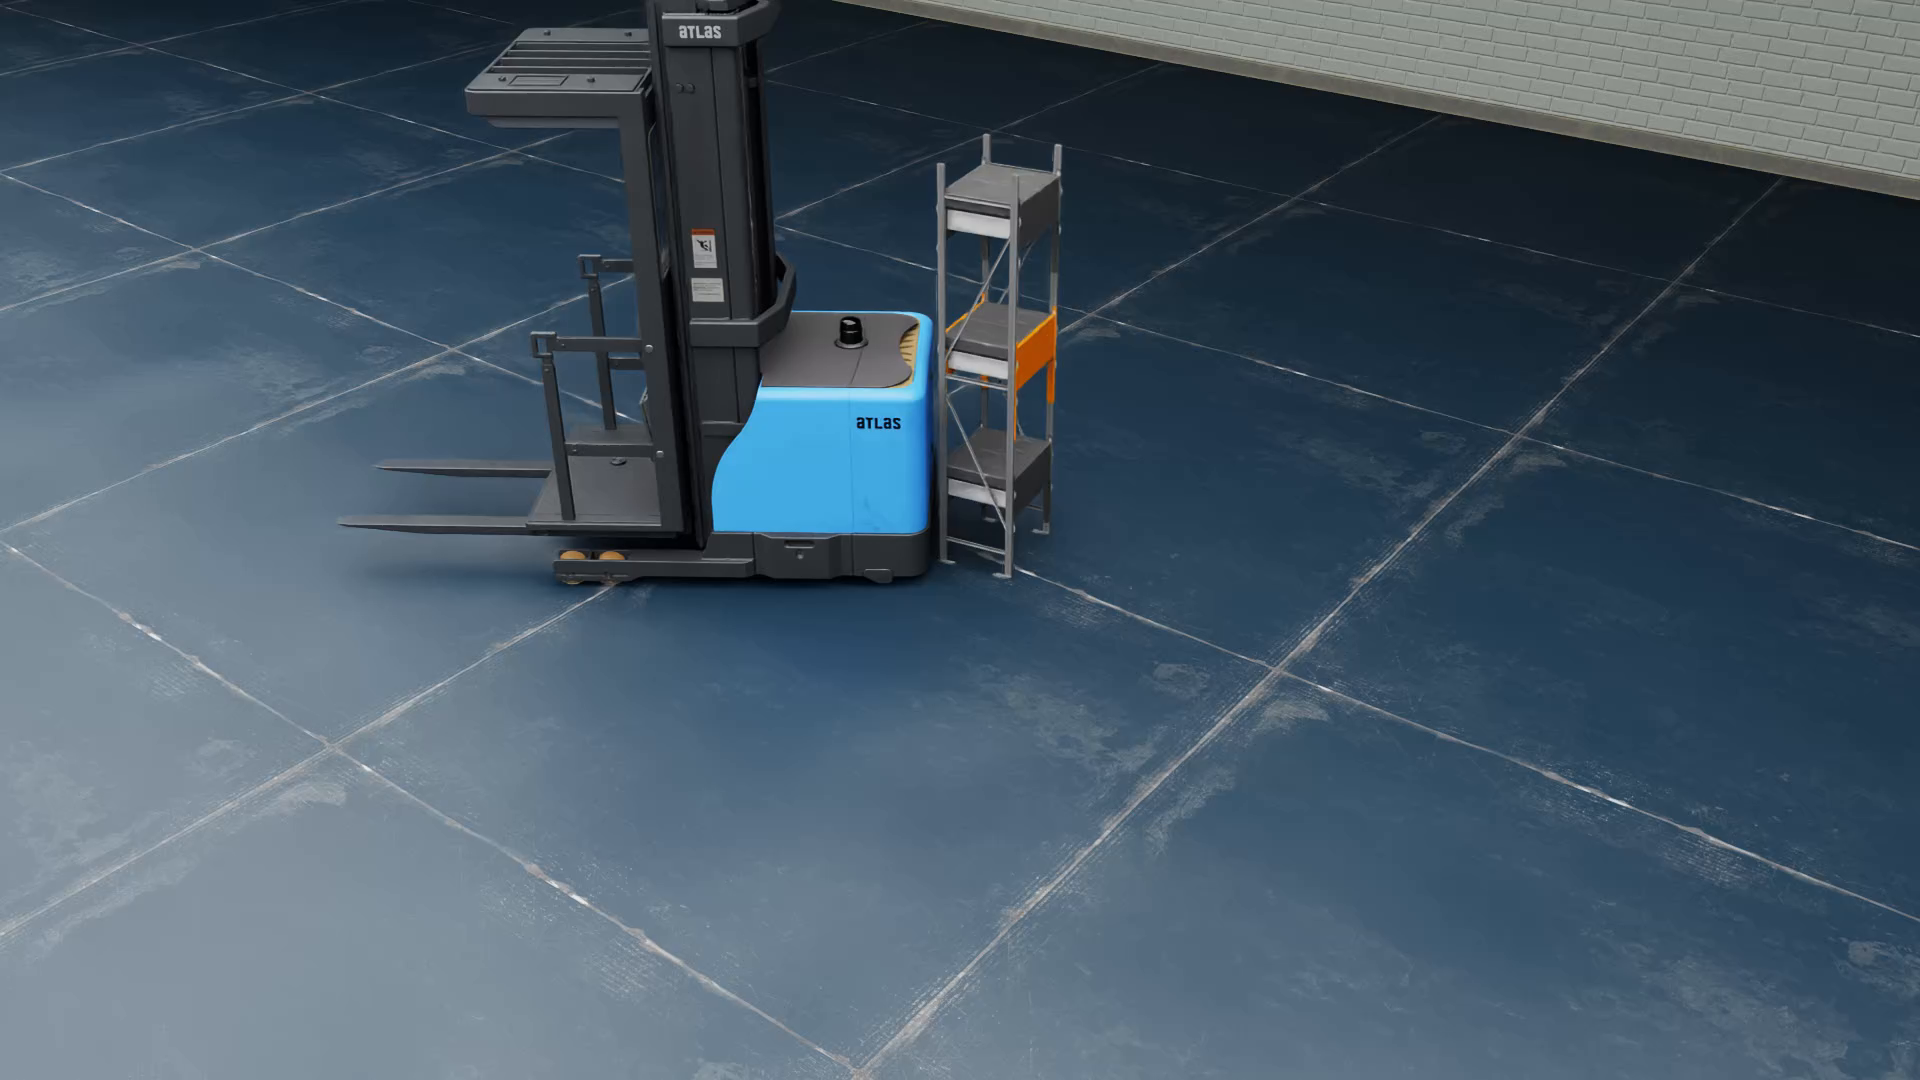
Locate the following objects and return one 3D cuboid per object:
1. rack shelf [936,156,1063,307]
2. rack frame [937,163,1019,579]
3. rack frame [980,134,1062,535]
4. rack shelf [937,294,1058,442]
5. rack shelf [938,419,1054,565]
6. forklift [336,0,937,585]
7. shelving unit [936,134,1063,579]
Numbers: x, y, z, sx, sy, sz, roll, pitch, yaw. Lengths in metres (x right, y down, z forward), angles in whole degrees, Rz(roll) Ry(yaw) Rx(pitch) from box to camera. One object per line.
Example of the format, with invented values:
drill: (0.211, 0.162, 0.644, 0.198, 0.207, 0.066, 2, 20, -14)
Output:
rack shelf: (0.186, -1.454, 7.798, 0.431, 0.518, 0.480, 14, 33, 22)
rack frame: (0.079, -0.752, 7.959, 0.400, 2.100, 0.015, 14, 33, 22)
rack frame: (0.293, -0.976, 8.337, 0.400, 2.100, 0.015, 14, 33, 22)
rack shelf: (0.186, -0.852, 8.155, 0.431, 0.518, 0.480, 14, 33, 22)
rack shelf: (0.186, -0.250, 8.512, 0.431, 0.518, 0.480, 14, 33, 22)
forklift: (-1.654, -1.303, 8.074, 3.031, 2.935, 1.130, 1, 31, 1)
shelving unit: (0.186, -0.864, 8.148, 0.431, 2.100, 0.503, 14, 33, 22)
